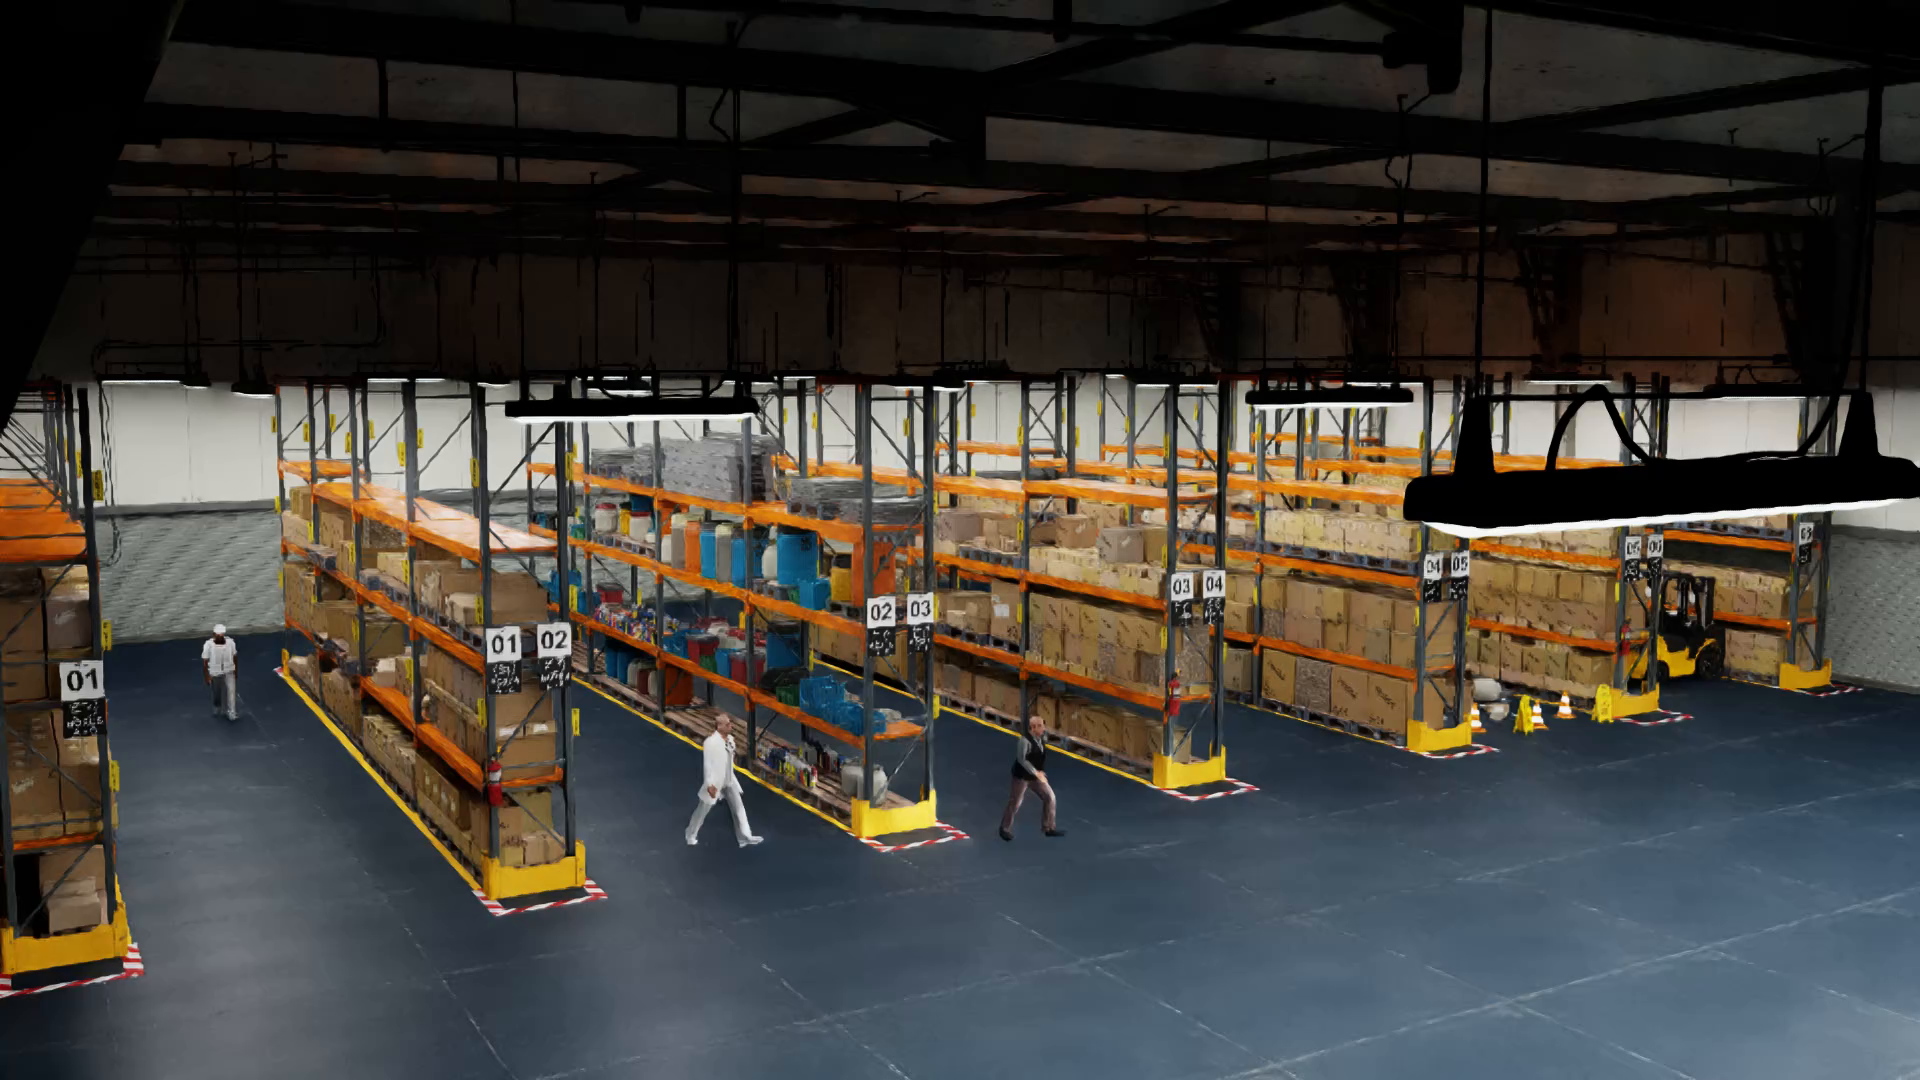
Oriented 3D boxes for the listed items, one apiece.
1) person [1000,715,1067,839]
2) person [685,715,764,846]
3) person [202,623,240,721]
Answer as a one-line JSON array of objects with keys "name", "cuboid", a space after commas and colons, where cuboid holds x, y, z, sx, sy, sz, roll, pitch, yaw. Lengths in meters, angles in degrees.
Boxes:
[{"name": "person", "cuboid": [0.914, 3.110, 21.858, 0.780, 1.666, 0.676, 5, 8, 39]}, {"name": "person", "cuboid": [-3.107, 3.115, 21.476, 1.012, 1.749, 0.621, 4, 8, 34]}, {"name": "person", "cuboid": [-12.960, 2.294, 29.152, 0.577, 1.691, 1.121, -3, 7, -28]}]
